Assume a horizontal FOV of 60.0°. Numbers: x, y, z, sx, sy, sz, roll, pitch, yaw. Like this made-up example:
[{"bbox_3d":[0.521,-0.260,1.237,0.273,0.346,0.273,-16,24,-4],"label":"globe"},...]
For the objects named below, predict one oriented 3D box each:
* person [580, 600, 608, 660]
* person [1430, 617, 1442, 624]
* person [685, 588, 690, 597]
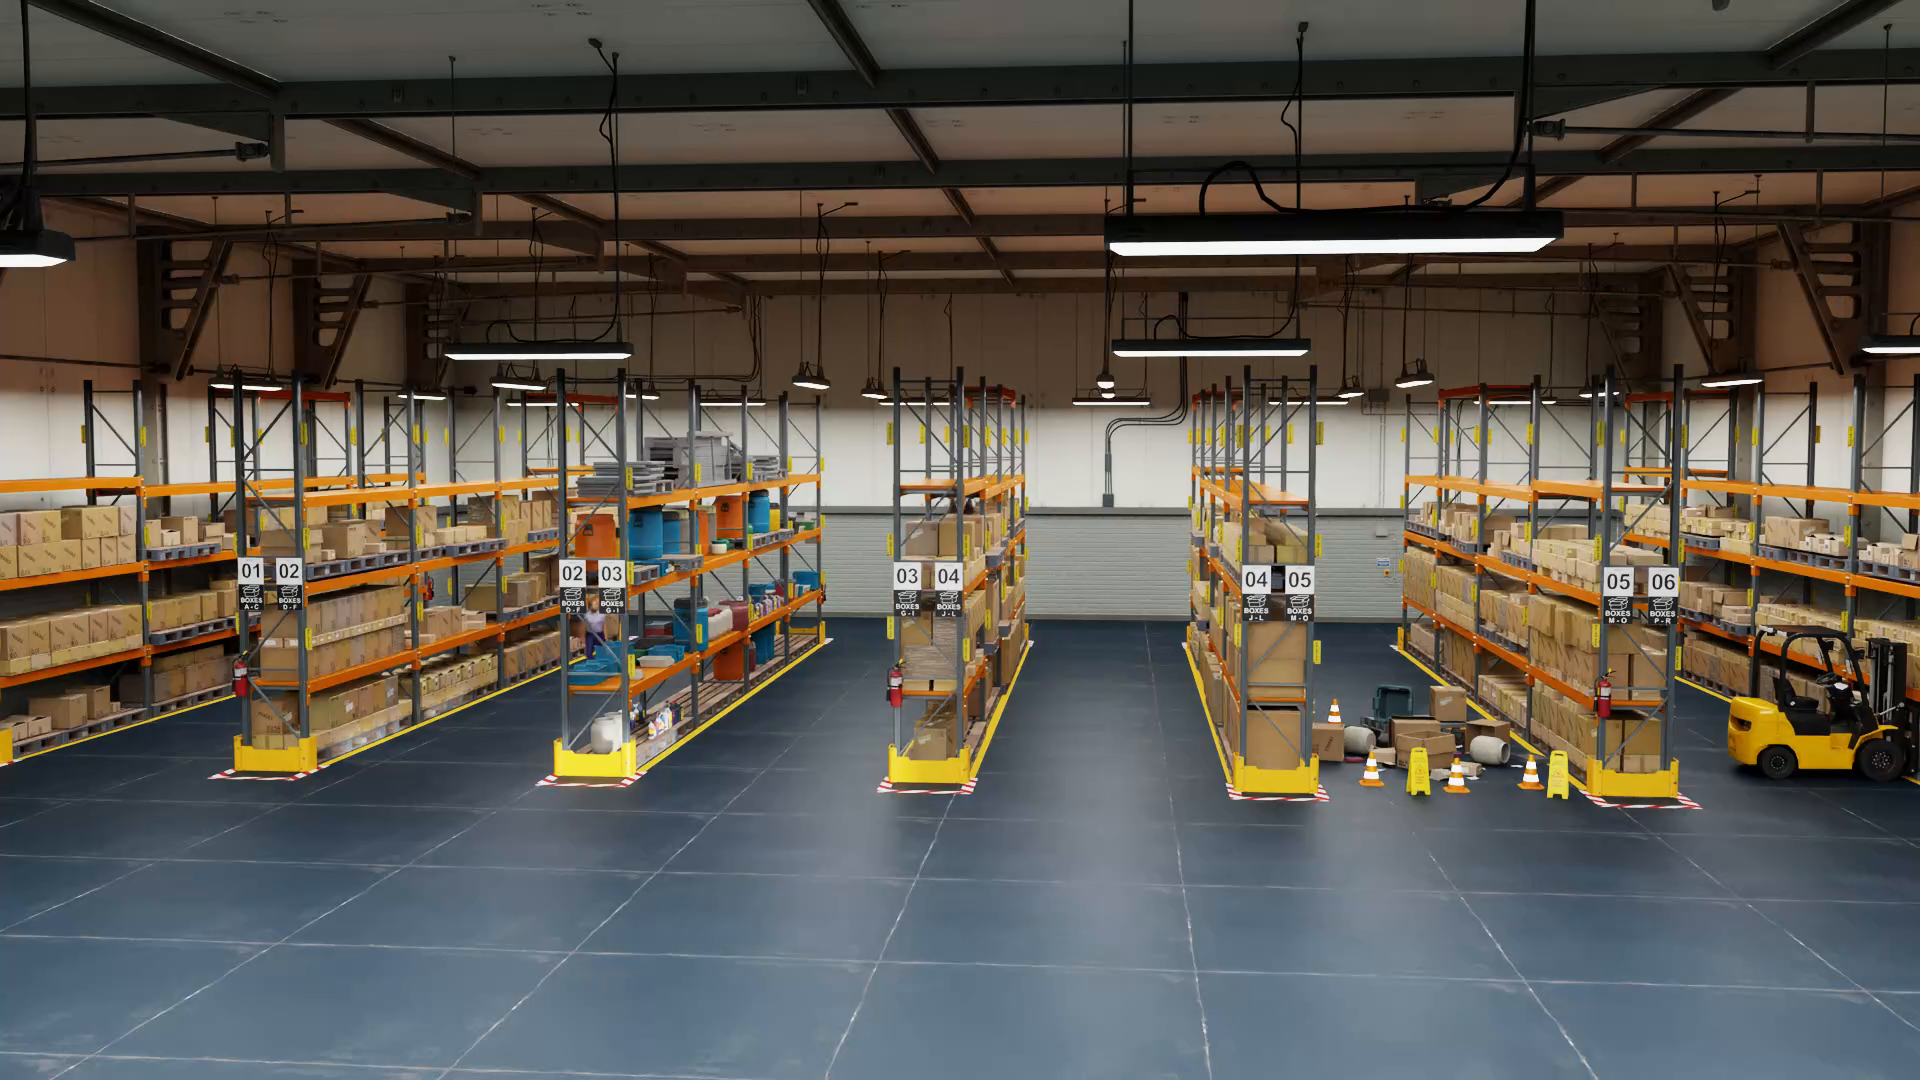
[{"bbox_3d":[-7.616,2.044,34.596,0.580,1.596,0.901,0,4,-5],"label":"person"},{"bbox_3d":[11.860,1.638,41.255,0.443,1.570,0.393,0,4,3],"label":"person"},{"bbox_3d":[-5.991,1.903,36.933,0.606,1.694,0.897,0,4,6],"label":"person"}]
